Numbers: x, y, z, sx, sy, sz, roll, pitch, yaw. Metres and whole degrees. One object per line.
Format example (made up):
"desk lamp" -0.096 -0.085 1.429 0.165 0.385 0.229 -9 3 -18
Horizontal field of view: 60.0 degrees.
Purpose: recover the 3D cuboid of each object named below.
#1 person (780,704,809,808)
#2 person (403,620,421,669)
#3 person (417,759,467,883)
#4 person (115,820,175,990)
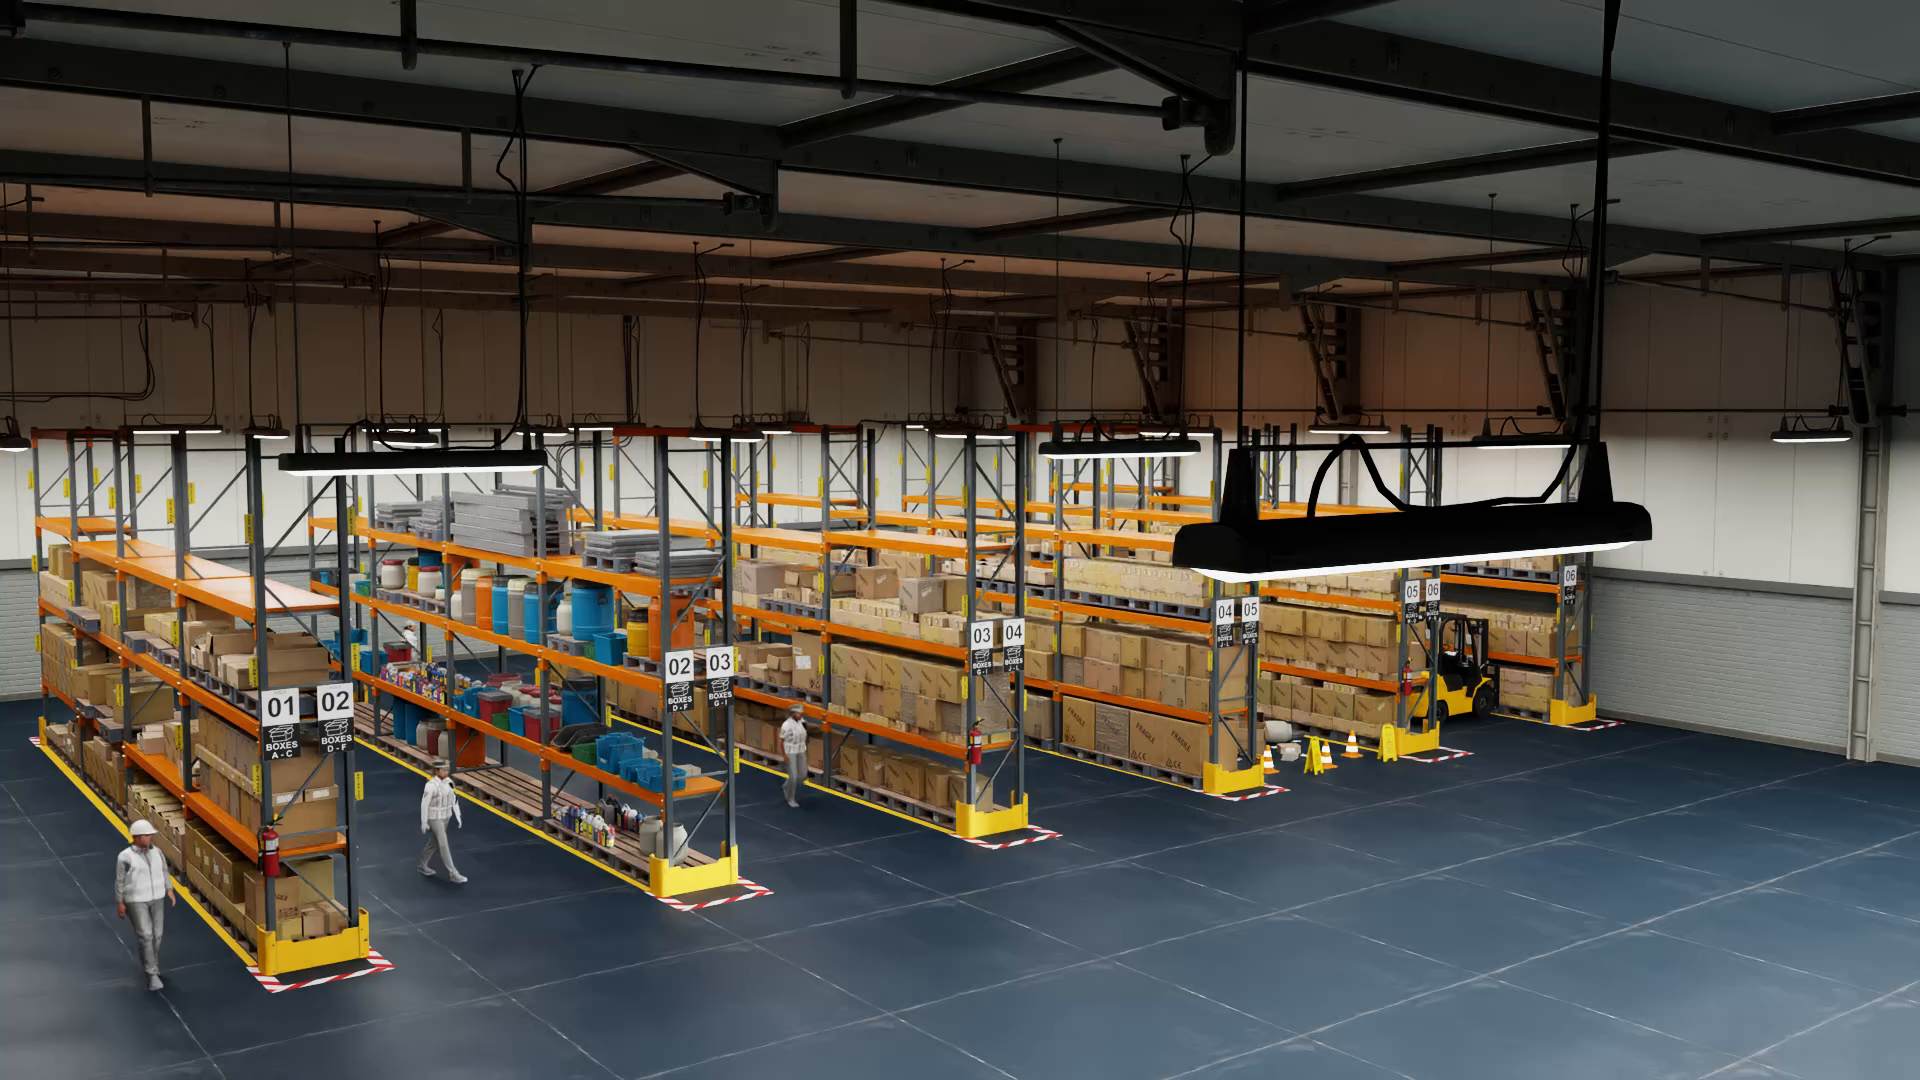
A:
"person" -2.700 3.422 26.696 0.540 1.658 0.554 -4 6 -43
"person" -12.326 2.594 37.243 1.078 1.590 0.482 -3 5 -33
"person" -6.939 3.741 22.339 0.987 1.616 0.505 2 5 20
"person" -8.941 4.015 18.425 0.713 1.779 0.562 3 5 32
